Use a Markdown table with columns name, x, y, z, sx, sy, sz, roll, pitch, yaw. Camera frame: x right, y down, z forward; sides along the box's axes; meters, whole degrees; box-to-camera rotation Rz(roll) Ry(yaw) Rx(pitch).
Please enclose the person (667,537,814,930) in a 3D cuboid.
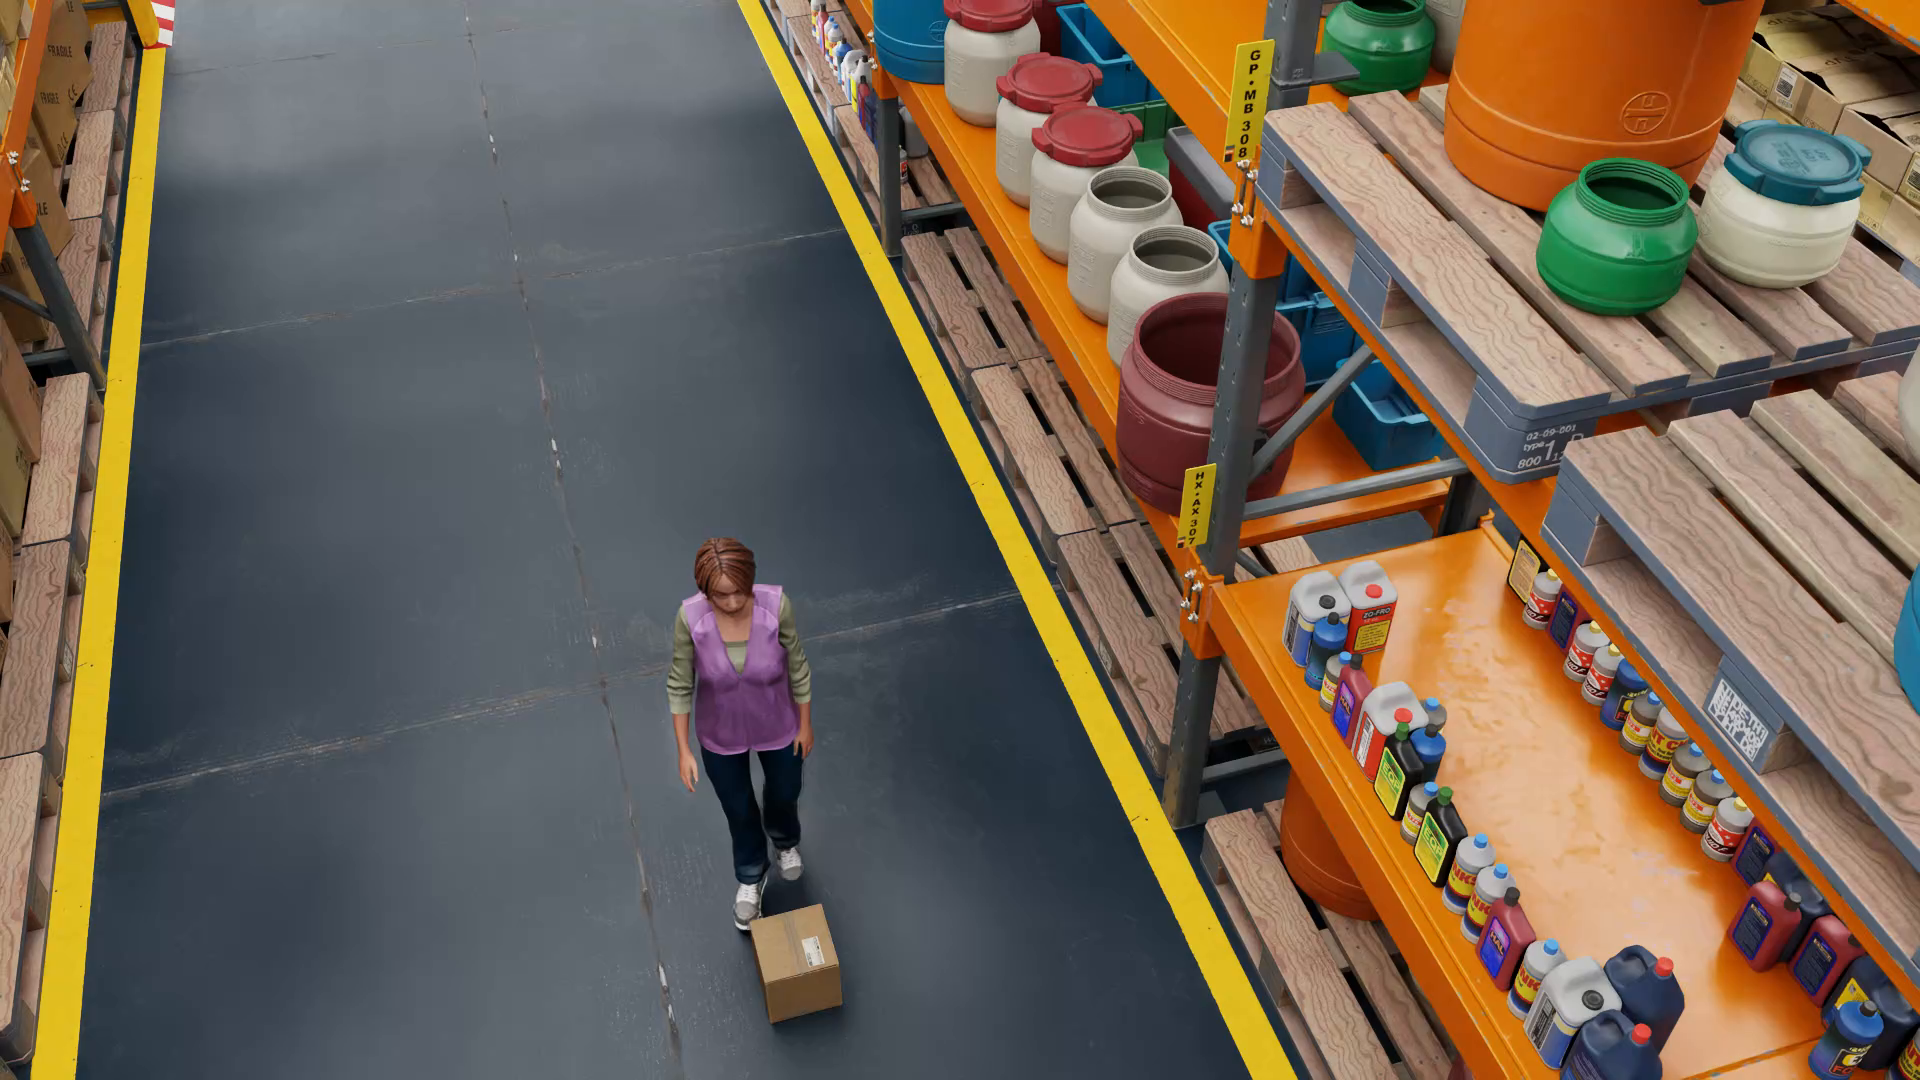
| name | x | y | z | sx | sy | sz | roll | pitch | yaw |
| --- | --- | --- | --- | --- | --- | --- | --- | --- | --- |
| person | -0.701 | 0.667 | 5.481 | 0.461 | 1.665 | 0.422 | -7 | 43 | -7 |
